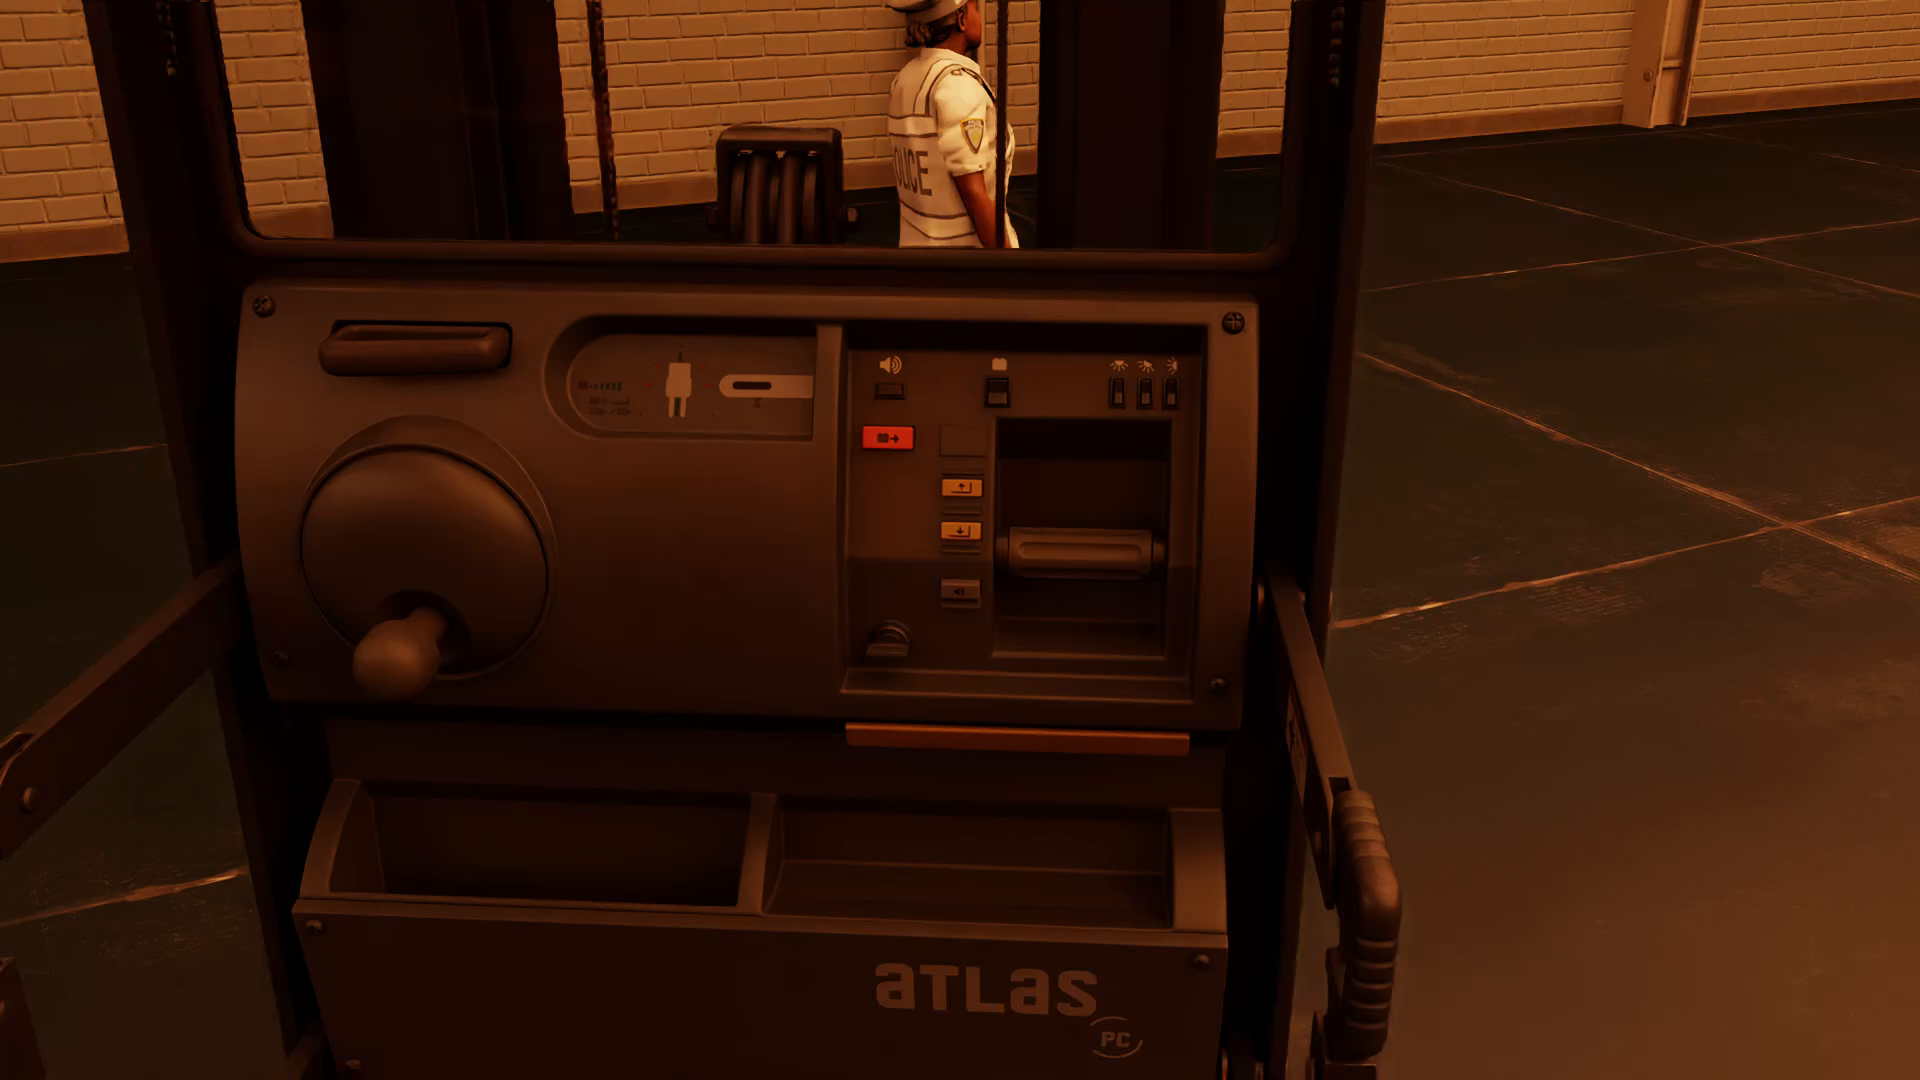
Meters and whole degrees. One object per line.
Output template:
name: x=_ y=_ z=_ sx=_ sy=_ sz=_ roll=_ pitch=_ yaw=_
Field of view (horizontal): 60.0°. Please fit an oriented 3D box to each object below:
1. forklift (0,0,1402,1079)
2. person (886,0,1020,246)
forklift: x=-0.211 y=-0.015 z=1.322 sx=1.130 sy=2.935 sz=3.031 roll=1 pitch=23 yaw=3
person: x=0.076 y=-0.795 z=4.792 sx=0.528 sy=1.697 sz=0.570 roll=-10 pitch=25 yaw=-23
